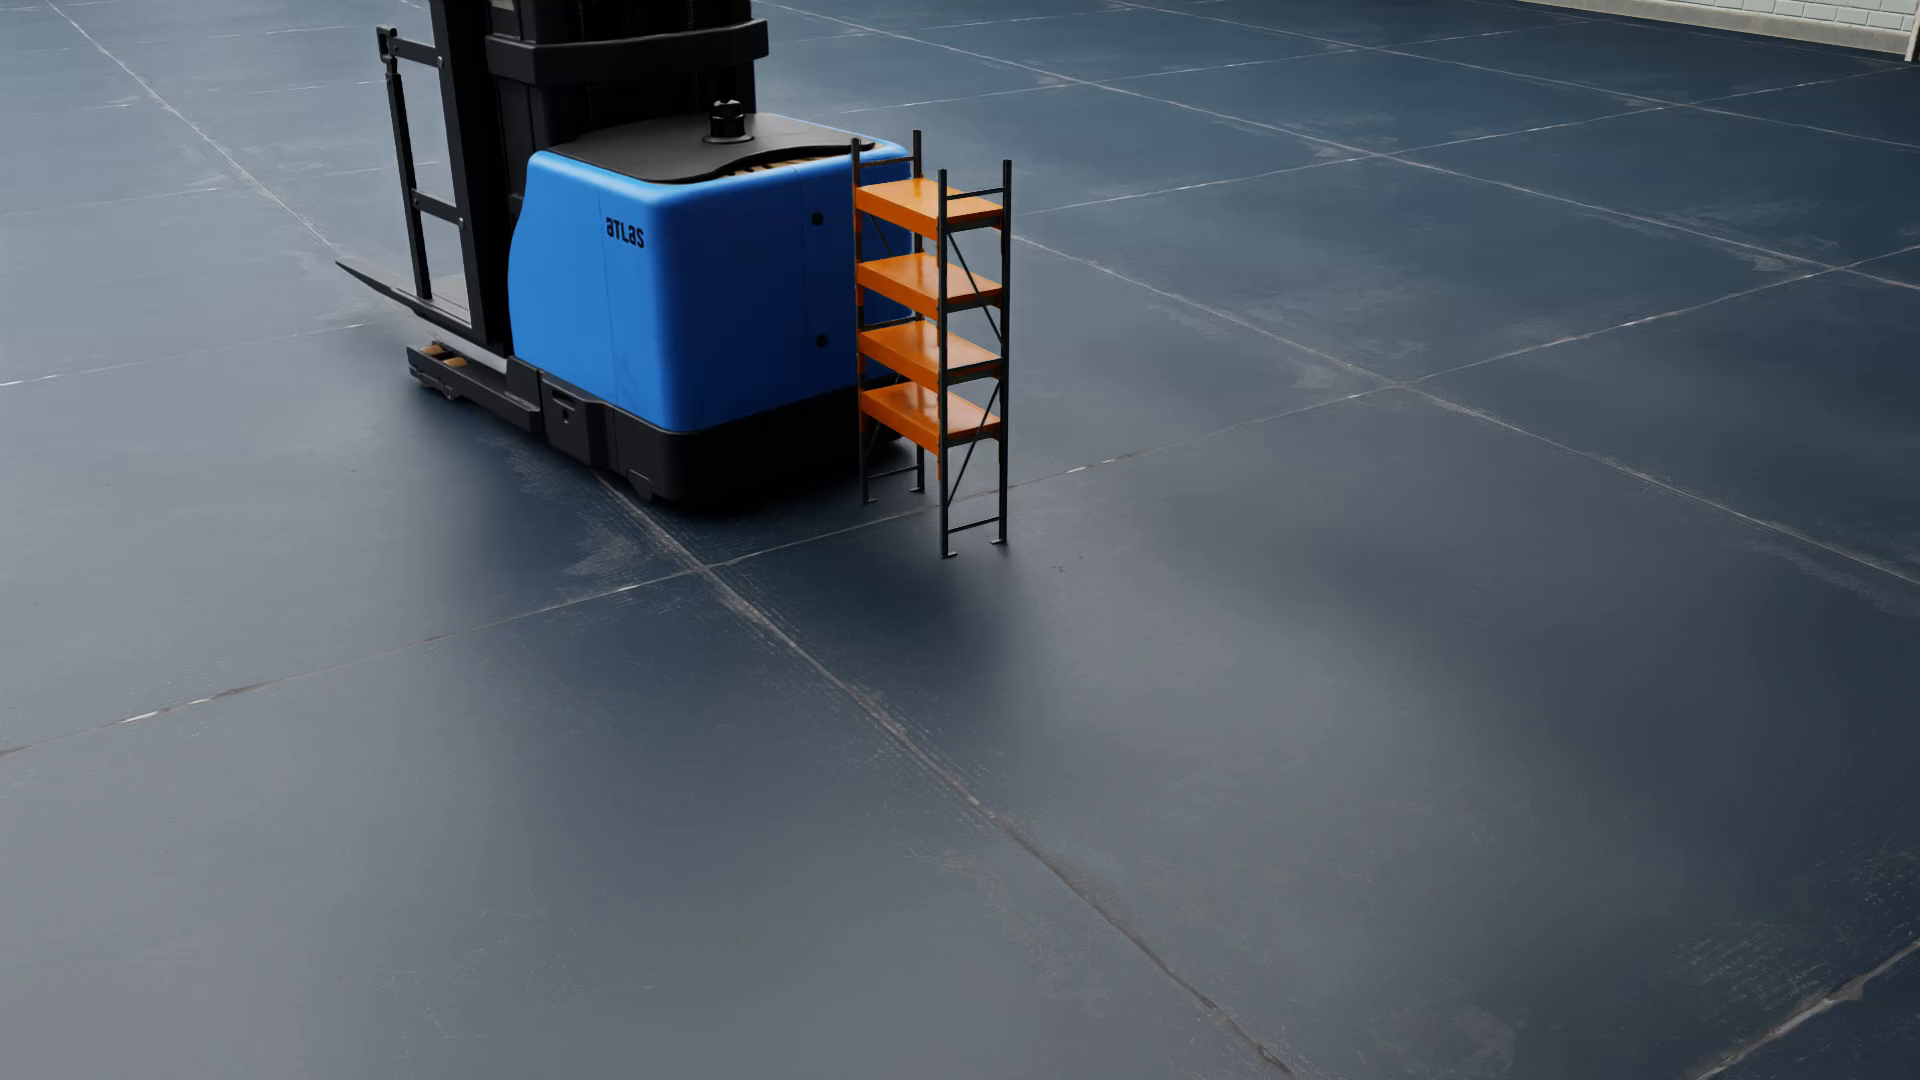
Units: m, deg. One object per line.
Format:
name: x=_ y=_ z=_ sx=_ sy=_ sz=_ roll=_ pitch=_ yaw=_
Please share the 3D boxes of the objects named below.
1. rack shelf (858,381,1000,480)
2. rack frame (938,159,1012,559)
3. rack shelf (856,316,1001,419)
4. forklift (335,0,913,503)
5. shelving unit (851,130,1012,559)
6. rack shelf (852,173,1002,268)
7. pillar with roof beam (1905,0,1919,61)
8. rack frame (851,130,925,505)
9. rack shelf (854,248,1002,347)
rack shelf: x=-0.090 y=-0.361 z=5.233 sx=0.258 sy=0.148 sz=0.480 roll=-16 pitch=29 yaw=-30
rack frame: x=0.043 y=-0.515 z=4.934 sx=0.240 sy=1.200 sz=0.015 roll=-16 pitch=29 yaw=-30
rack shelf: x=-0.090 y=-0.541 z=5.148 sx=0.258 sy=0.148 sz=0.480 roll=-16 pitch=29 yaw=-30
forklift: x=-1.508 y=-1.988 z=6.028 sx=1.130 sy=2.935 sz=3.031 roll=-21 pitch=33 yaw=-37
shelving unit: x=-0.090 y=-0.602 z=5.119 sx=0.258 sy=1.200 sz=0.503 roll=-16 pitch=29 yaw=-30
rack shelf: x=-0.090 y=-0.957 z=4.952 sx=0.258 sy=0.148 sz=0.480 roll=-16 pitch=29 yaw=-30
pillar with roof beam: x=4.293 y=-6.924 z=9.377 sx=9.100 sy=9.000 sz=0.400 roll=-16 pitch=29 yaw=-30
rack frame: x=-0.224 y=-0.689 z=5.304 sx=0.240 sy=1.200 sz=0.015 roll=-16 pitch=29 yaw=-30
rack shelf: x=-0.090 y=-0.743 z=5.053 sx=0.258 sy=0.148 sz=0.480 roll=-16 pitch=29 yaw=-30
